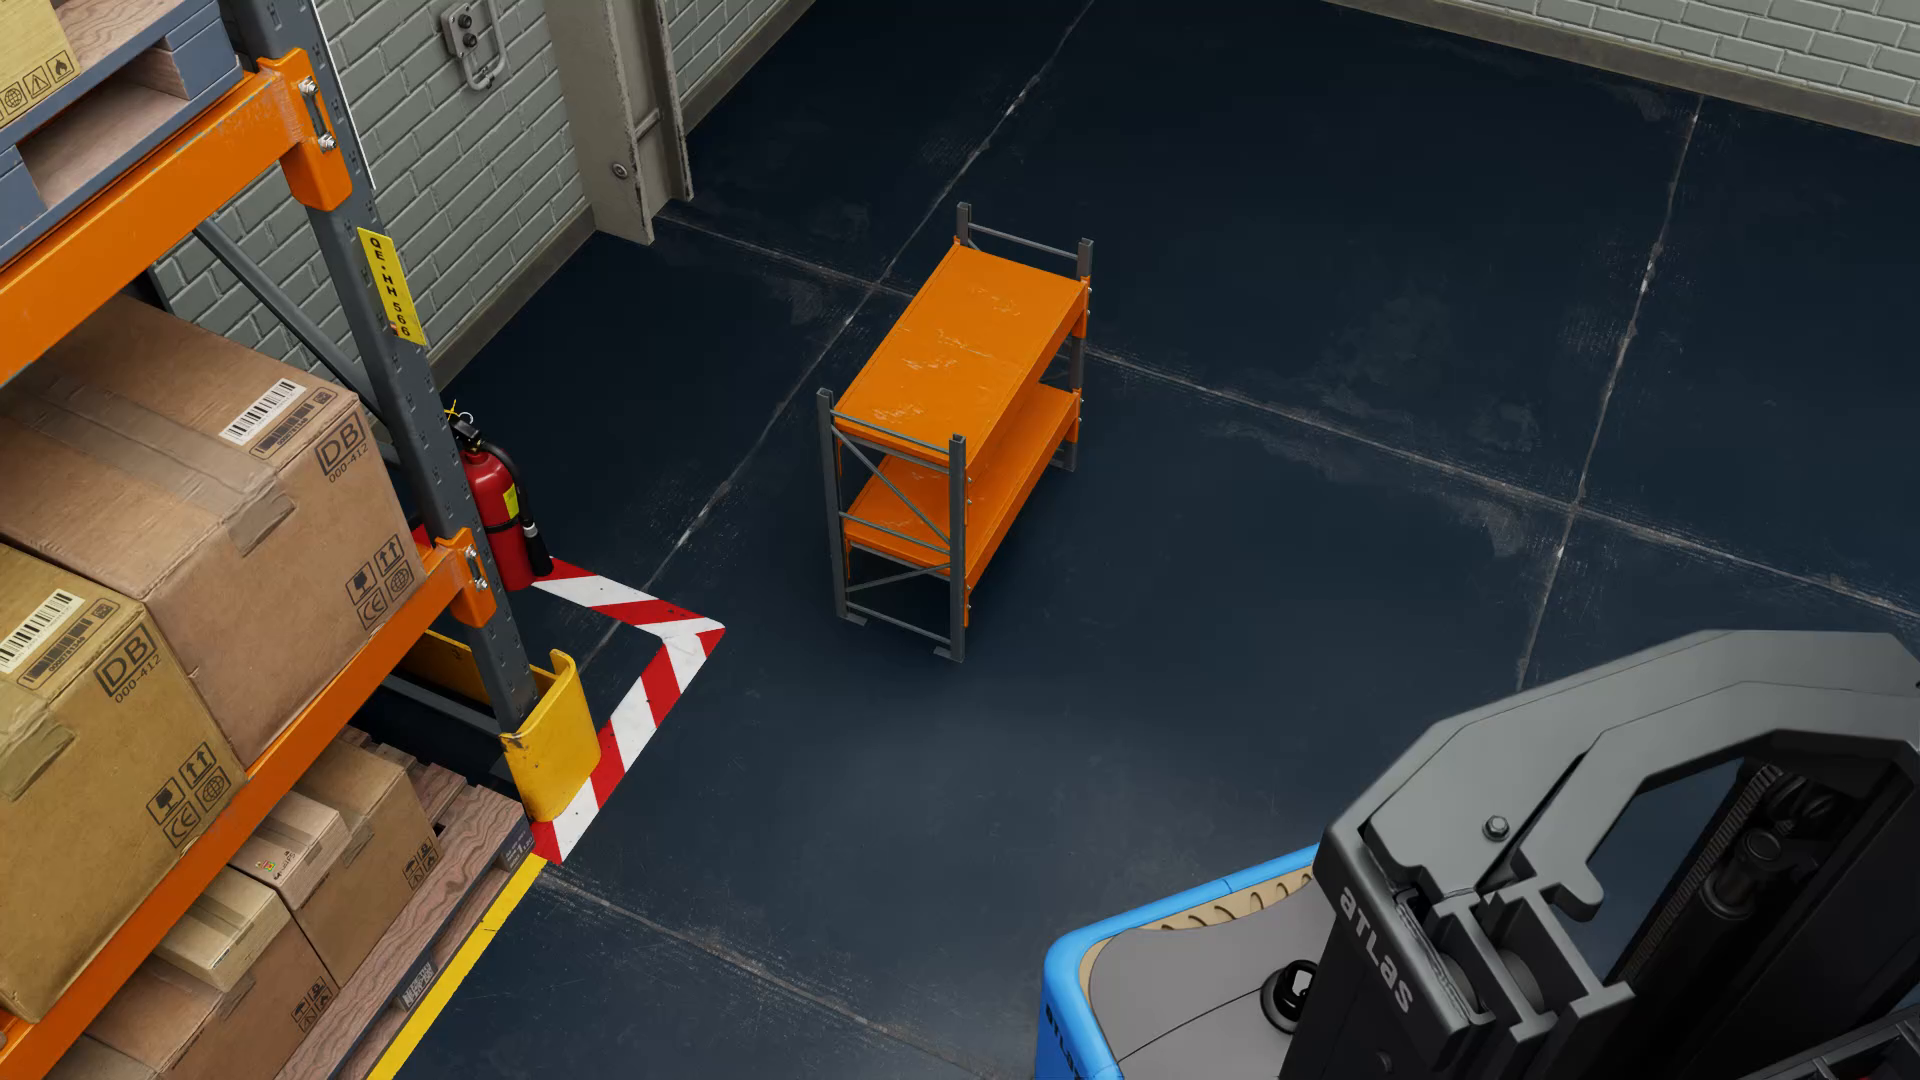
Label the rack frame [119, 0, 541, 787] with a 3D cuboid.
[{"bbox_3d":[-1.805,-0.319,4.552,1.000,3.000,0.127,20,52,16],"label":"rack frame"}]

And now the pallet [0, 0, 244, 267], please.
[{"bbox_3d":[-2.112,-0.749,3.006,1.003,0.211,1.213,20,52,16],"label":"pallet"}]

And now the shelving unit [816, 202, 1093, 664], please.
[{"bbox_3d":[0.003,-0.369,5.826,0.538,1.125,1.048,20,52,16],"label":"shelving unit"}]

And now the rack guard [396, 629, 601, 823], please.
[{"bbox_3d":[-1.795,0.474,5.518,1.175,0.500,0.348,20,52,16],"label":"rack guard"}]

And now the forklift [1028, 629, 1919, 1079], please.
[{"bbox_3d":[1.188,1.638,2.932,1.130,2.935,3.031,-16,52,-13],"label":"forklift"}]

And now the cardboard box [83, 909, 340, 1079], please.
[{"bbox_3d":[-2.227,1.214,4.613,0.700,0.500,0.500,20,52,16],"label":"cardboard box"}]

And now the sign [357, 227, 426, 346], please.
[{"bbox_3d":[-1.320,-0.585,3.863,0.100,0.325,0.005,20,52,16],"label":"sign"}]

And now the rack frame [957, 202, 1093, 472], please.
[{"bbox_3d":[0.220,-0.719,6.123,0.500,1.125,0.032,20,52,16],"label":"rack frame"}]

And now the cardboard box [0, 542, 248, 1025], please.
[{"bbox_3d":[-2.314,0.442,3.707,0.980,0.700,0.700,19,52,16],"label":"cardboard box"}]

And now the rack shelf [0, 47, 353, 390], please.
[{"bbox_3d":[-2.659,0.319,2.512,1.077,0.370,4.000,20,52,16],"label":"rack shelf"}]

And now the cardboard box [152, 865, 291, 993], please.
[{"bbox_3d":[-2.012,0.983,4.384,0.380,0.149,0.250,21,53,17],"label":"cardboard box"}]

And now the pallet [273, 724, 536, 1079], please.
[{"bbox_3d":[-2.076,1.160,5.124,1.003,0.211,1.213,20,52,16],"label":"pallet"}]

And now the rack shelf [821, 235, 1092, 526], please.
[{"bbox_3d":[0.003,-0.559,5.603,0.538,0.278,1.000,20,52,16],"label":"rack shelf"}]

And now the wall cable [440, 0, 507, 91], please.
[{"bbox_3d":[-2.113,-1.838,5.177,0.084,1.984,1.851,20,52,16],"label":"wall cable"}]

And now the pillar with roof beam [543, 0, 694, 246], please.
[{"bbox_3d":[2.459,-3.003,2.897,9.100,9.000,0.400,20,52,16],"label":"pillar with roof beam"}]

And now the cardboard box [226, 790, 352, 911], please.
[{"bbox_3d":[-1.904,0.807,4.534,0.380,0.149,0.250,19,52,16],"label":"cardboard box"}]

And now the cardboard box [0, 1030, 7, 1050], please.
[{"bbox_3d":[-2.648,0.964,3.263,0.980,0.700,0.700,18,52,14],"label":"cardboard box"}]

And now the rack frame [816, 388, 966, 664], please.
[{"bbox_3d":[-0.214,-0.019,5.528,0.500,1.125,0.032,20,52,16],"label":"rack frame"}]

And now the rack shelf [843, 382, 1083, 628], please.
[{"bbox_3d":[0.003,-0.211,6.012,0.538,0.278,1.000,20,52,16],"label":"rack shelf"}]

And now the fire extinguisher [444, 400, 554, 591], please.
[{"bbox_3d":[-1.323,-0.127,4.684,0.296,0.674,0.183,20,52,16],"label":"fire extinguisher"}]

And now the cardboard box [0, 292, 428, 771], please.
[{"bbox_3d":[-2.014,-0.062,4.136,0.980,0.700,0.700,22,53,18],"label":"cardboard box"}]

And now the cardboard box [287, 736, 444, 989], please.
[{"bbox_3d":[-2.013,0.869,4.906,0.700,0.500,0.500,20,52,16],"label":"cardboard box"}]

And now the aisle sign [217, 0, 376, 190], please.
[{"bbox_3d":[-1.503,-1.114,3.521,0.394,0.787,0.004,20,52,16],"label":"aisle sign"}]

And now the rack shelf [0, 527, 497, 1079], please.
[{"bbox_3d":[-2.659,1.291,3.654,1.077,0.370,4.000,20,52,16],"label":"rack shelf"}]

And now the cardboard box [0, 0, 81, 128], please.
[{"bbox_3d":[-1.878,-0.821,2.766,0.500,0.250,0.500,21,53,17],"label":"cardboard box"}]

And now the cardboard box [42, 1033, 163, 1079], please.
[{"bbox_3d":[-2.441,1.560,4.318,0.700,0.500,0.500,18,52,15],"label":"cardboard box"}]
